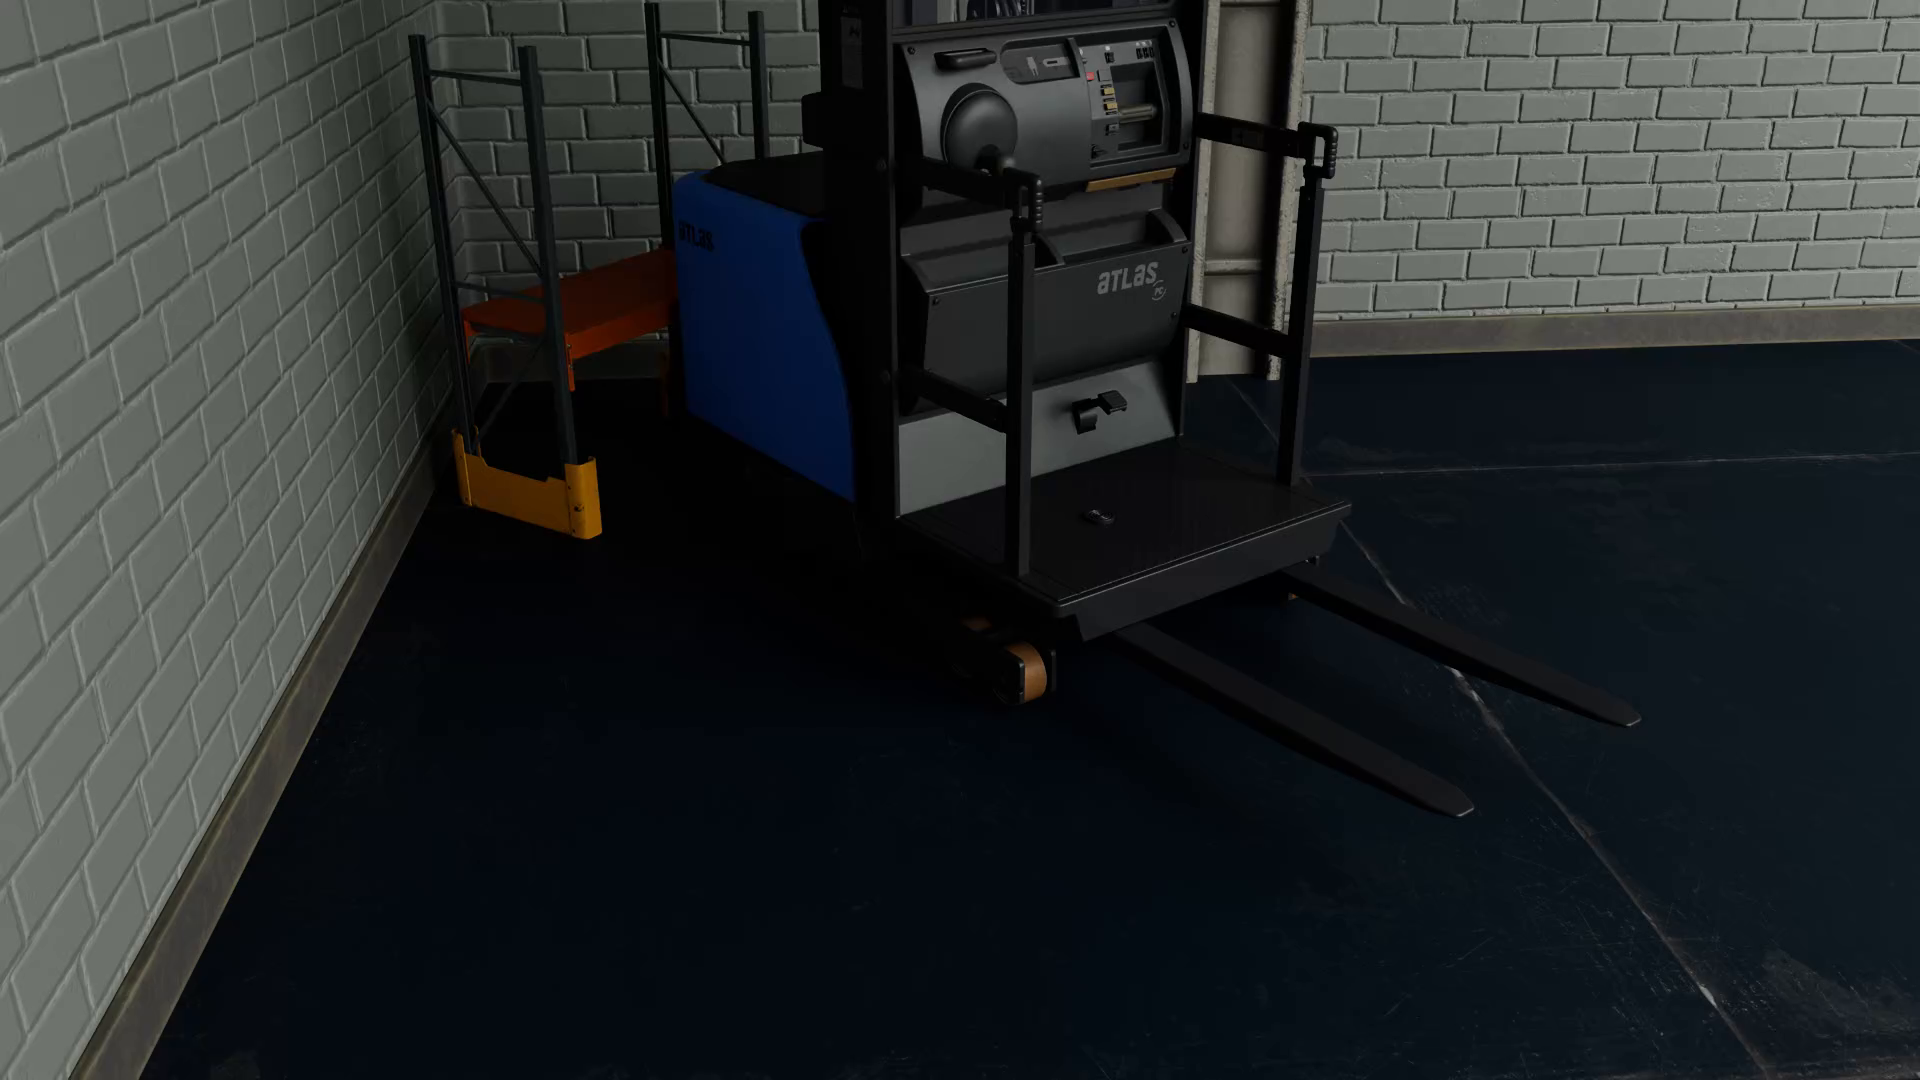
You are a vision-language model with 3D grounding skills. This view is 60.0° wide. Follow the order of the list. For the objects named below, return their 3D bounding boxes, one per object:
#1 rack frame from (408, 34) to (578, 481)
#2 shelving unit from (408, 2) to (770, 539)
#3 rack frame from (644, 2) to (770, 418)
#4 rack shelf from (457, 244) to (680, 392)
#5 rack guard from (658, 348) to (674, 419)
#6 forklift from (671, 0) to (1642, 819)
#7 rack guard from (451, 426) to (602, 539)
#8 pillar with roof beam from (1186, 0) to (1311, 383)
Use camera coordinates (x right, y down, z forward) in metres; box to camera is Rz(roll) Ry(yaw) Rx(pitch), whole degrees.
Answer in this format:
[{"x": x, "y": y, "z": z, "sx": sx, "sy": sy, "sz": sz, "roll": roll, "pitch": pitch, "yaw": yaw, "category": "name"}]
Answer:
[{"x": -1.413, "y": -0.756, "z": 5.104, "sx": 0.500, "sy": 1.500, "sz": 0.032, "roll": 15, "pitch": 28, "yaw": 30, "category": "rack frame"}, {"x": -1.134, "y": -0.933, "z": 5.502, "sx": 0.587, "sy": 1.500, "sz": 1.083, "roll": 15, "pitch": 28, "yaw": 30, "category": "shelving unit"}, {"x": -0.864, "y": -1.104, "z": 5.886, "sx": 0.500, "sy": 1.500, "sz": 0.032, "roll": 15, "pitch": 28, "yaw": 30, "category": "rack frame"}, {"x": -1.139, "y": -0.765, "z": 5.568, "sx": 0.538, "sy": 0.185, "sz": 1.000, "roll": 15, "pitch": 28, "yaw": 30, "category": "rack shelf"}, {"x": -0.865, "y": -0.532, "z": 6.139, "sx": 0.587, "sy": 0.250, "sz": 0.087, "roll": 15, "pitch": 28, "yaw": 30, "category": "rack guard"}, {"x": 0.376, "y": -1.138, "z": 4.201, "sx": 1.130, "sy": 2.935, "sz": 3.031, "roll": -17, "pitch": 29, "yaw": -33, "category": "forklift"}, {"x": -1.403, "y": -0.192, "z": 5.373, "sx": 0.587, "sy": 0.250, "sz": 0.087, "roll": 15, "pitch": 28, "yaw": 30, "category": "rack guard"}, {"x": 1.500, "y": -3.073, "z": 1.084, "sx": 0.400, "sy": 9.000, "sz": 9.100, "roll": -2, "pitch": 24, "yaw": -5, "category": "pillar with roof beam"}]
